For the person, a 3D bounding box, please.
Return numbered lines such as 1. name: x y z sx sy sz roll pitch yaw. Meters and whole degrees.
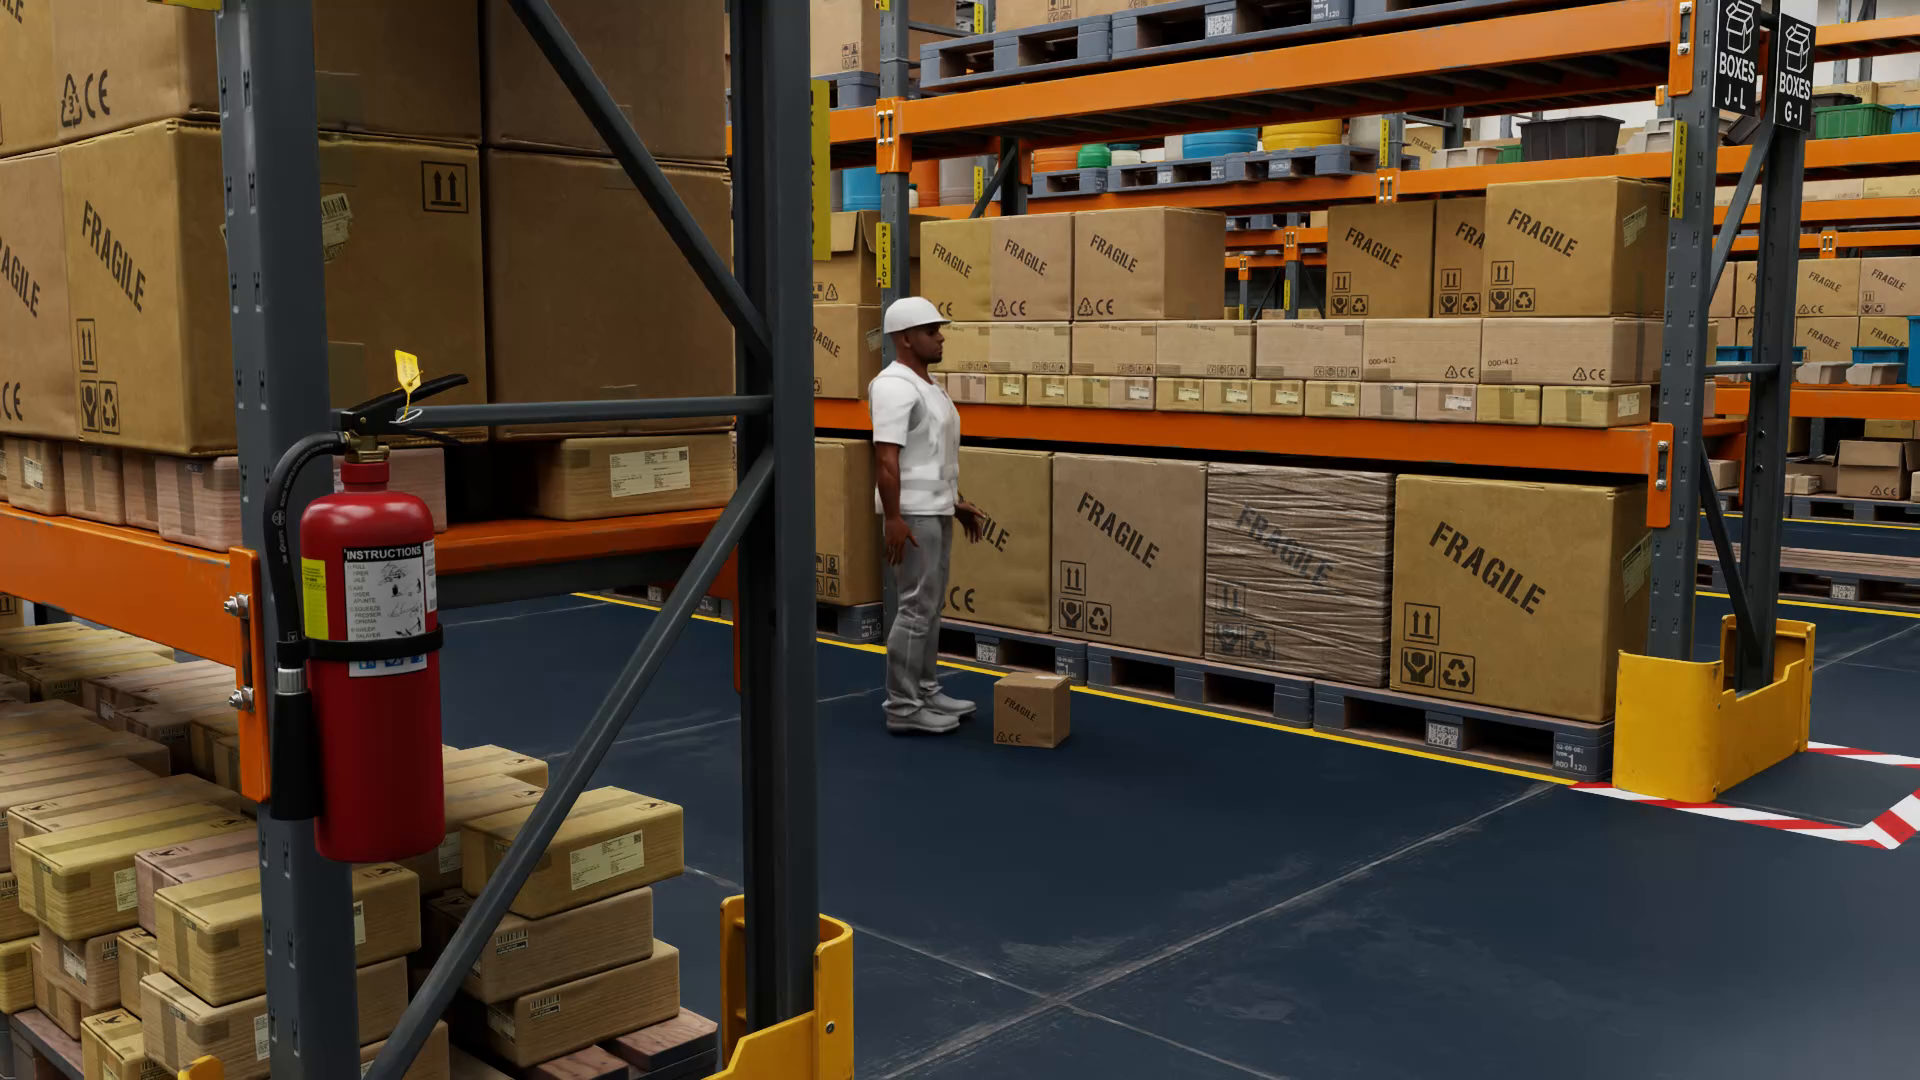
1. person: -0.139 -0.105 6.853 0.411 1.776 0.618 2 7 12
